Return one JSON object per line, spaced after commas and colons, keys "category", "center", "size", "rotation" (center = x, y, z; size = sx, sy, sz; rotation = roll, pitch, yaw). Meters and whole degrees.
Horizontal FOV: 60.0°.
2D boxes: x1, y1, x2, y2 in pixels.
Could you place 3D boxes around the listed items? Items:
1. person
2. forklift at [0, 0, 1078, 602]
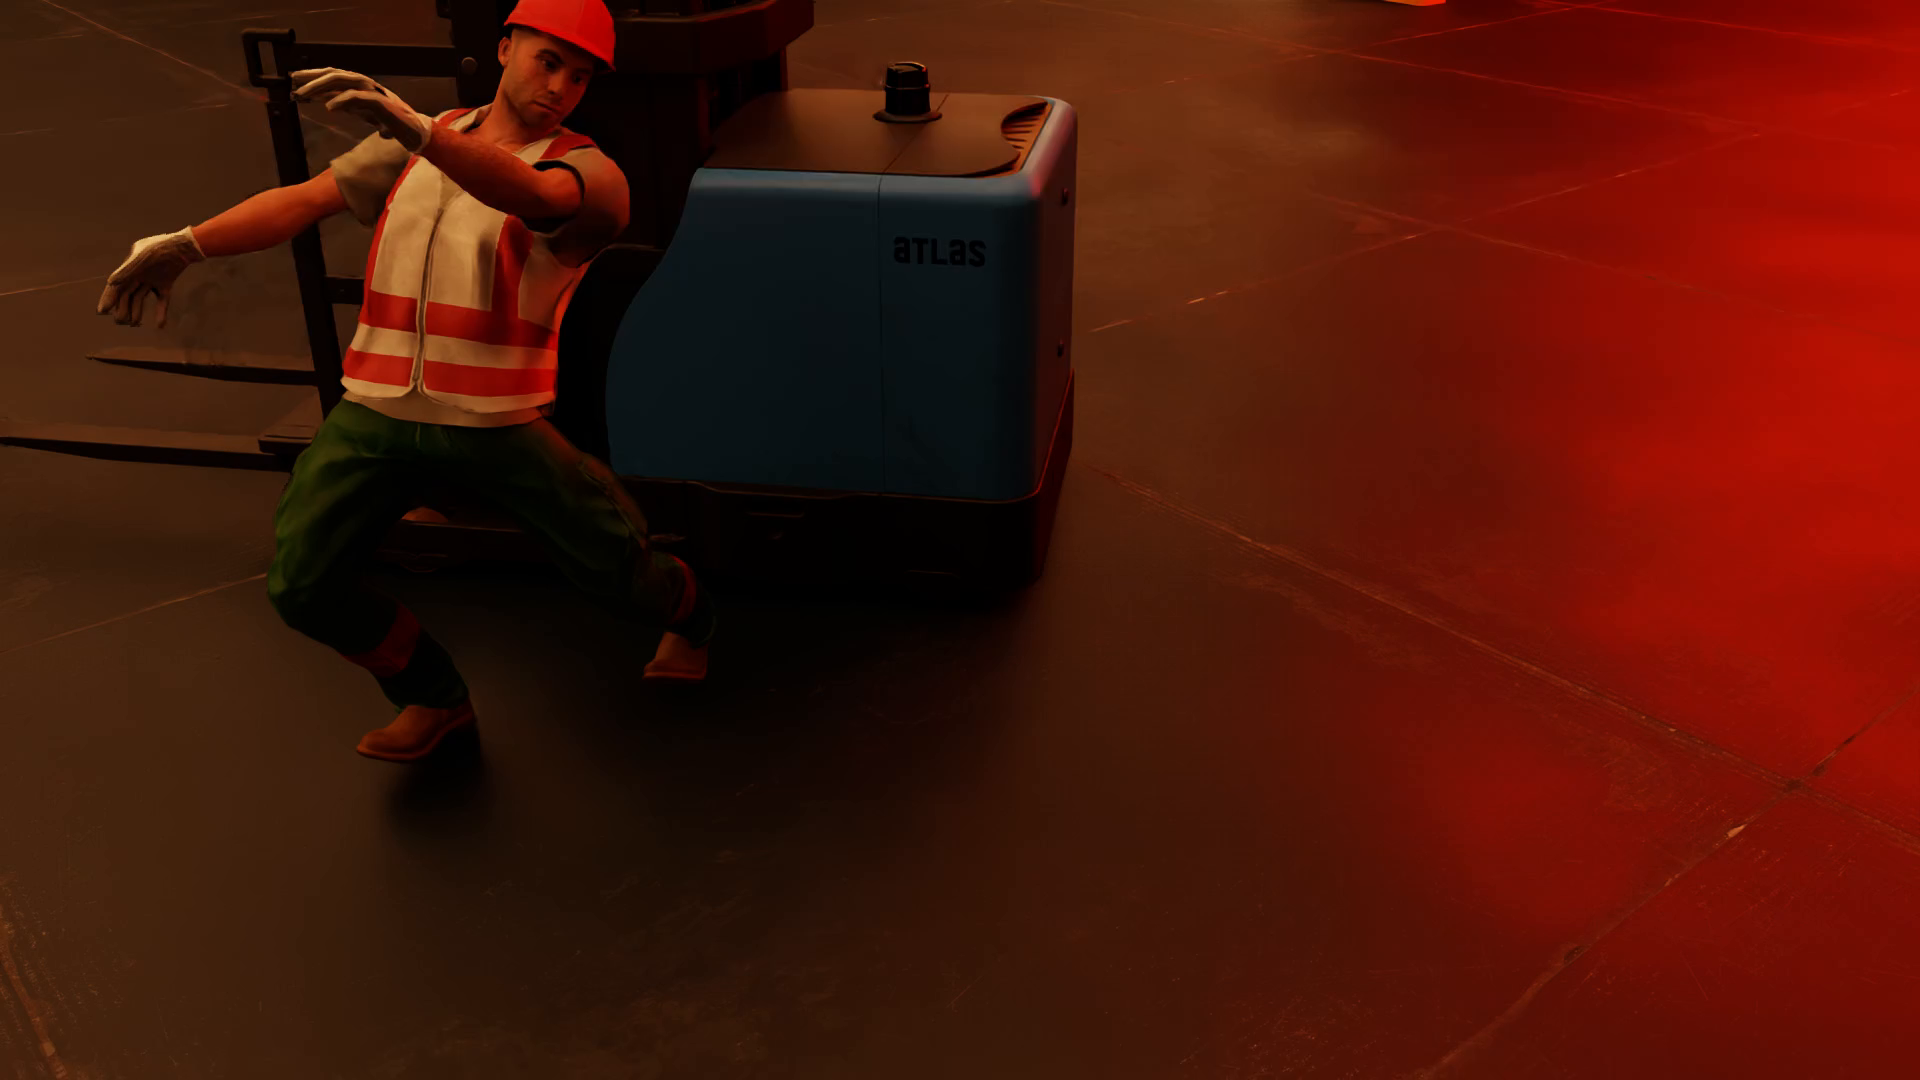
{"category": "person", "center": [-1.088, -0.259, 3.248], "size": [1.044, 1.535, 0.775], "rotation": [3, 26, 5]}
{"category": "forklift", "center": [-1.232, -1.452, 4.131], "size": [3.031, 2.935, 1.130], "rotation": [4, 27, 8]}
